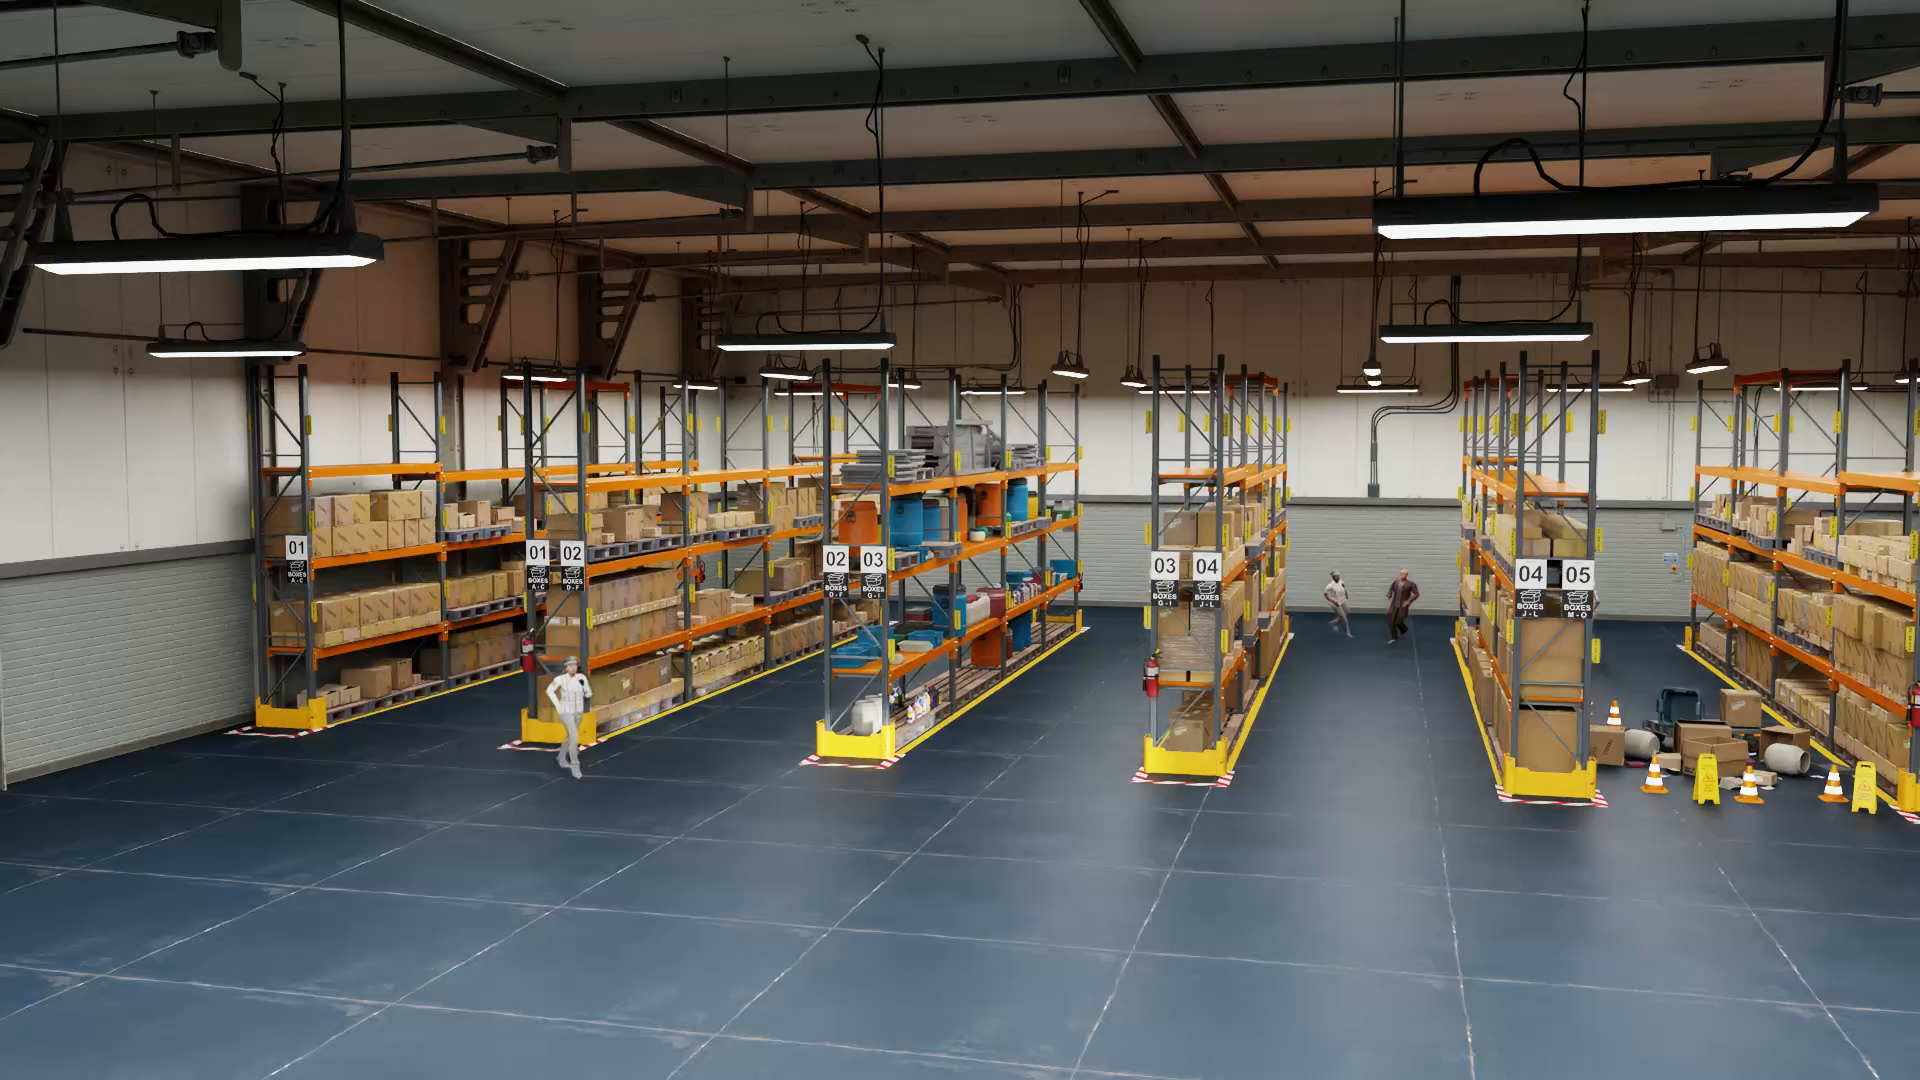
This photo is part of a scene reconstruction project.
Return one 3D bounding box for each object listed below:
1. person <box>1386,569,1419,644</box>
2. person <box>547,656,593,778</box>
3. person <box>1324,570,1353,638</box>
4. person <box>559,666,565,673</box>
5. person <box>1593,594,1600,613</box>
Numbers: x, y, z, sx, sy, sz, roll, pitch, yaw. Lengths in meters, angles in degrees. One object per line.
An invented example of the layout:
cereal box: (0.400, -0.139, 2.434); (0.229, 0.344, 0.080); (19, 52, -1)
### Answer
person: (10.123, 1.527, 38.091); (0.743, 1.725, 0.693); (4, 5, 43)
person: (-5.578, 2.517, 23.912); (0.584, 1.754, 0.775); (-4, 5, -42)
person: (8.872, 1.494, 39.299); (0.637, 1.626, 0.720); (-2, 5, -29)
person: (-7.446, 1.938, 31.664); (0.679, 1.765, 0.660); (0, 4, 4)
person: (13.421, 1.646, 35.893); (0.663, 1.779, 0.940); (0, 4, 6)
